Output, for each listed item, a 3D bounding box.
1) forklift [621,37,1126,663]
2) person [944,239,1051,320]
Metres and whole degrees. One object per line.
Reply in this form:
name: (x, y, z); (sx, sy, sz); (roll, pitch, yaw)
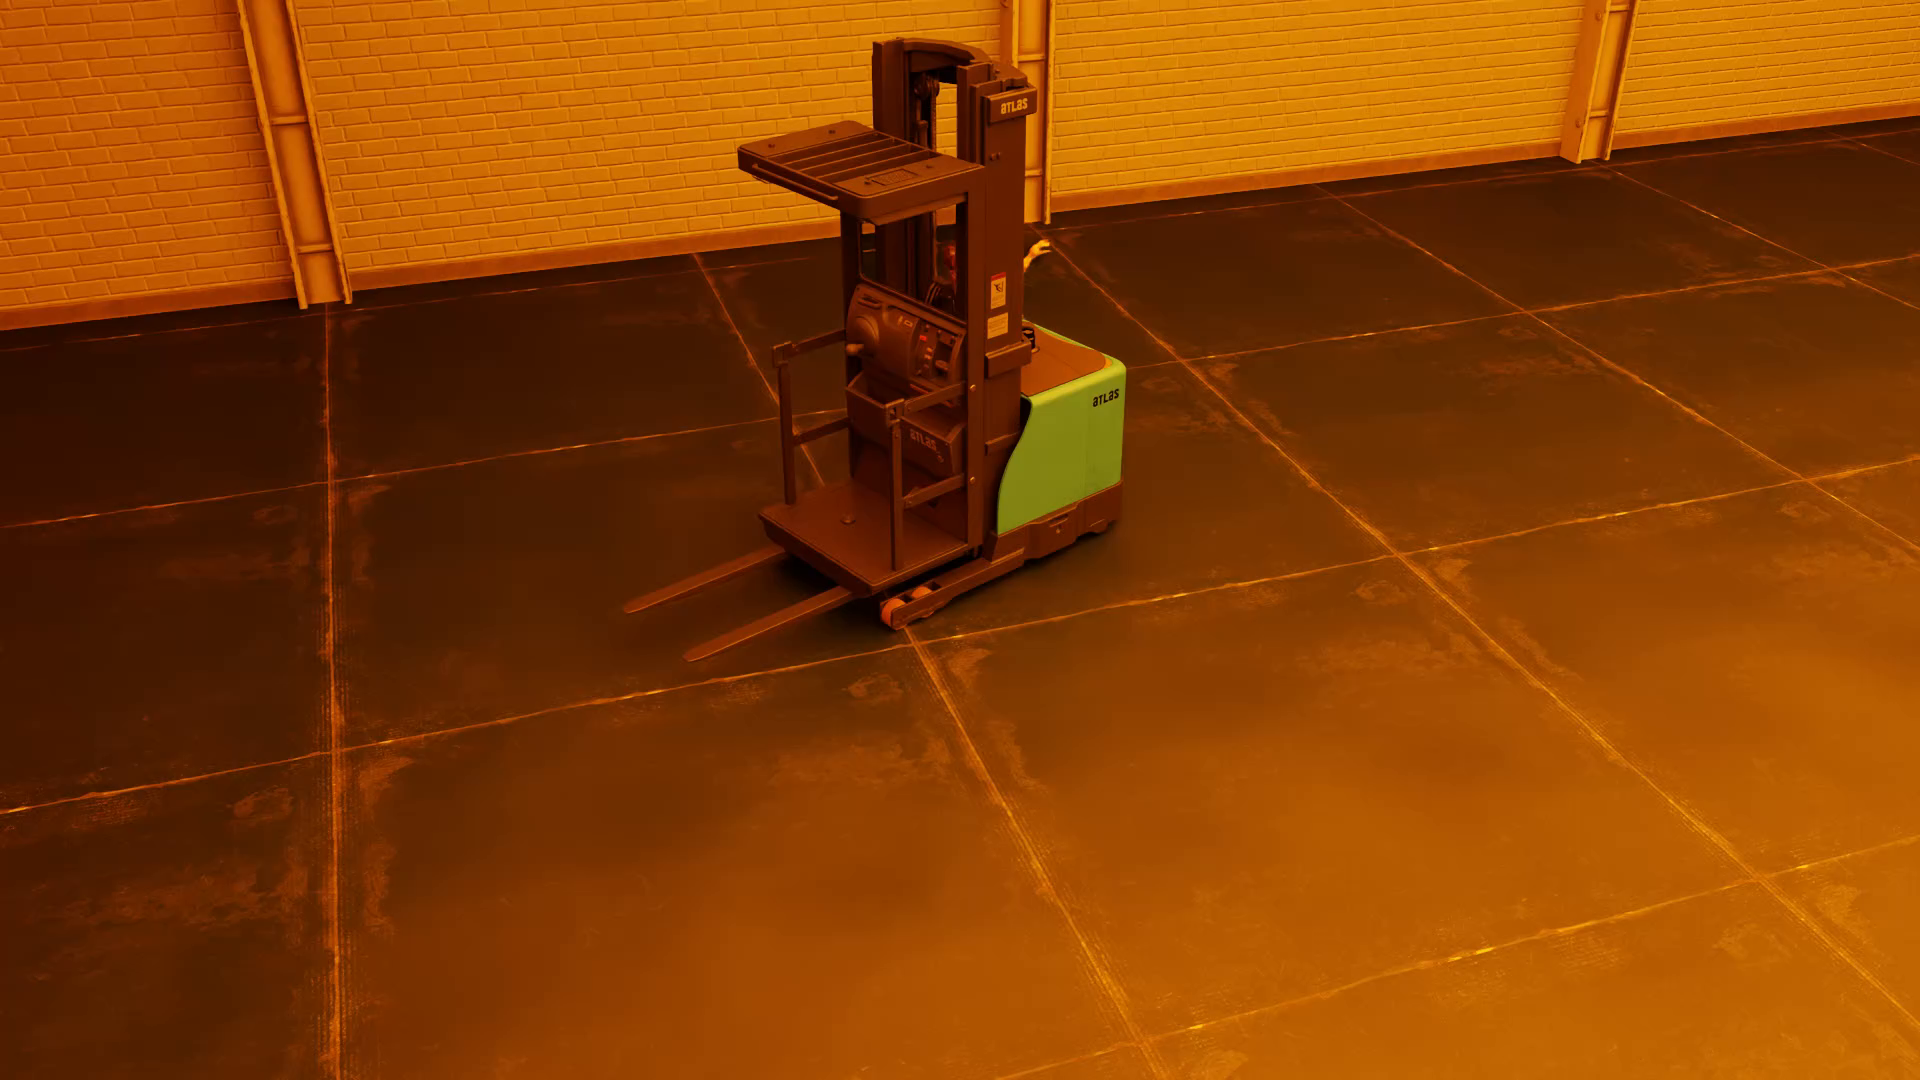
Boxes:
forklift: (-0.461, -1.072, 8.951); (3.031, 2.935, 1.130); (-23, 37, -34)
person: (0.257, -1.373, 10.877); (0.725, 1.533, 0.862); (-2, 30, -4)
